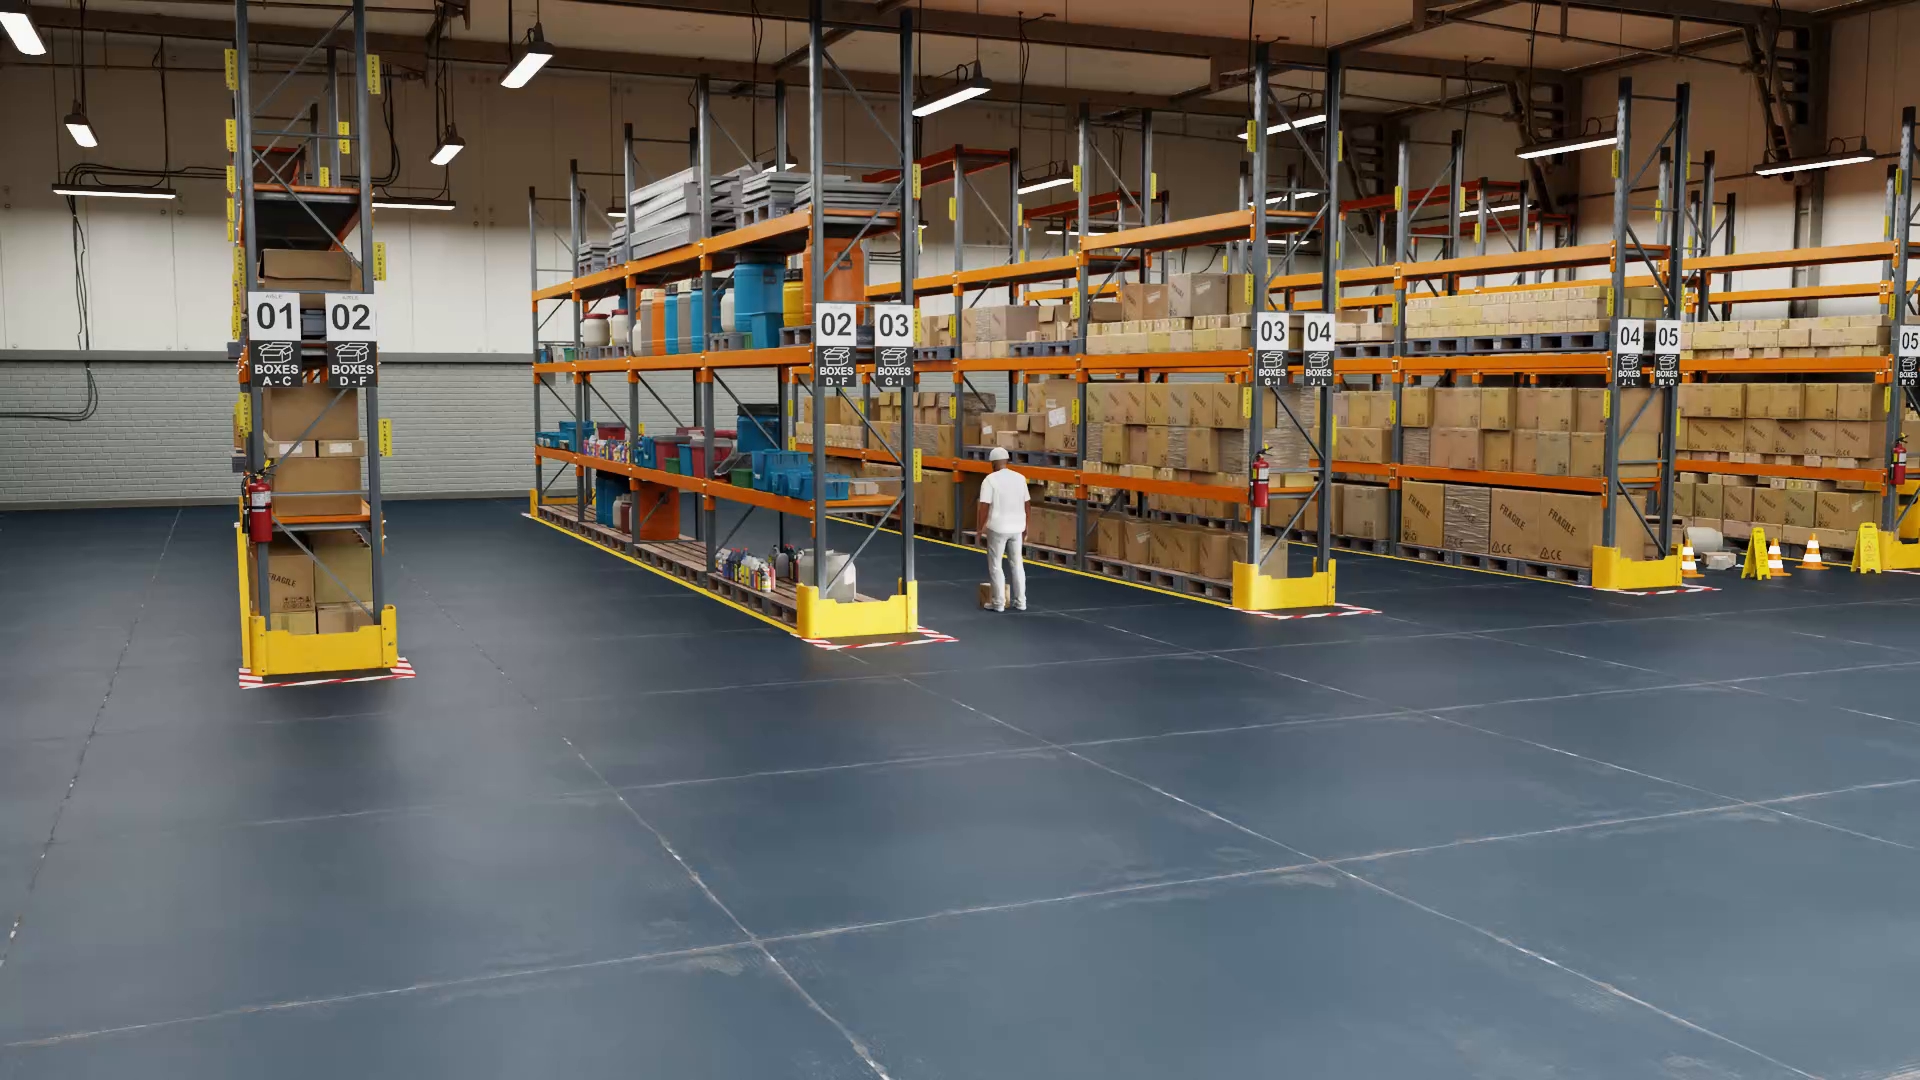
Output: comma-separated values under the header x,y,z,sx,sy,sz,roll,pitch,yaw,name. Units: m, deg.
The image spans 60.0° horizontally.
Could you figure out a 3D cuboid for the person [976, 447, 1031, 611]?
x,y,z,sx,sy,sz,roll,pitch,yaw,name
0.469,-0.122,17.964,0.636,1.761,0.454,-3,6,-26,person
